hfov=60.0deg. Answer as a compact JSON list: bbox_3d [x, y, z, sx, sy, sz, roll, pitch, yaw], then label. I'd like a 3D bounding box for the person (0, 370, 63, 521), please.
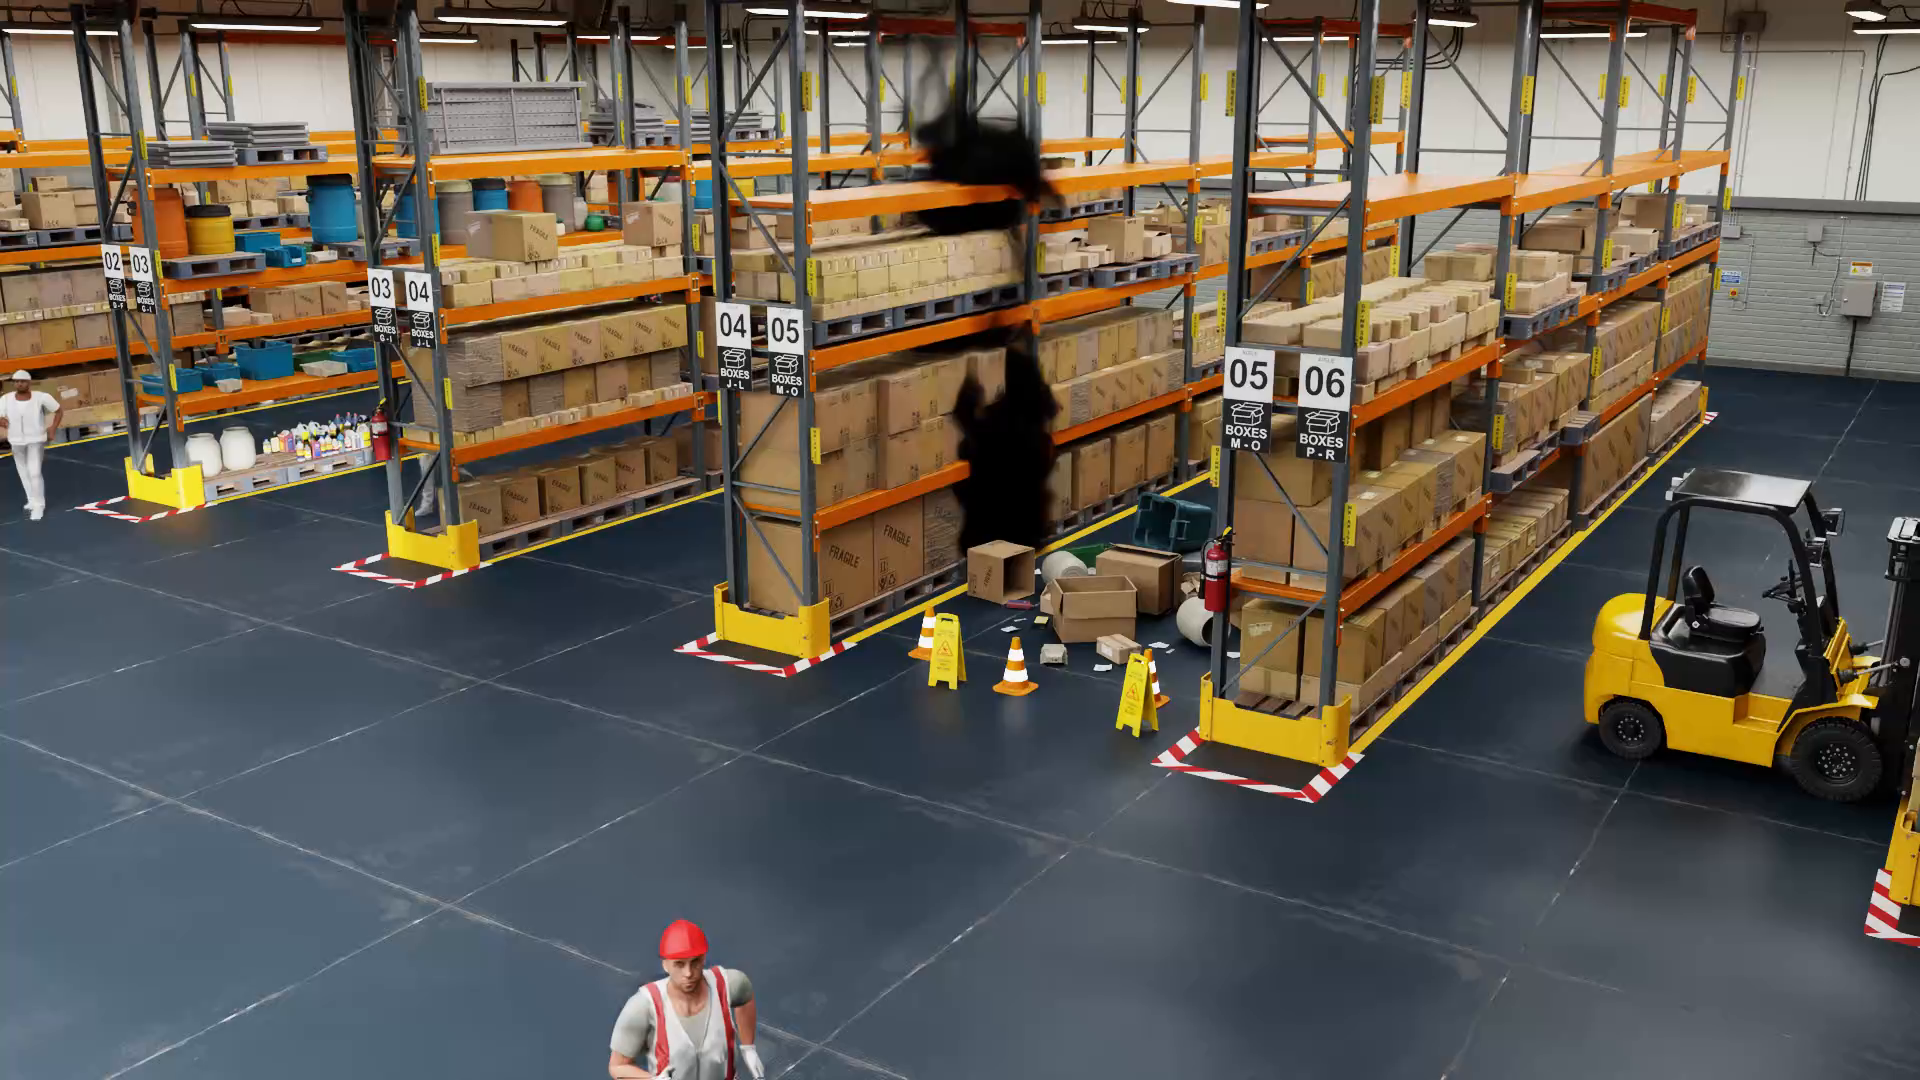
[{"bbox_3d":[-11.240,-1.156,20.084,0.712,1.809,0.665,-3,16,-10],"label":"person"}]

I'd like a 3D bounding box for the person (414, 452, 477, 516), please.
[{"bbox_3d":[-6.330,-1.217,20.228,0.693,1.763,0.986,7,17,24],"label":"person"}]

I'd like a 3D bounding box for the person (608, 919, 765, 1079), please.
[{"bbox_3d":[-1.152,2.412,7.093,0.664,1.772,0.999,-5,16,-16],"label":"person"}]
